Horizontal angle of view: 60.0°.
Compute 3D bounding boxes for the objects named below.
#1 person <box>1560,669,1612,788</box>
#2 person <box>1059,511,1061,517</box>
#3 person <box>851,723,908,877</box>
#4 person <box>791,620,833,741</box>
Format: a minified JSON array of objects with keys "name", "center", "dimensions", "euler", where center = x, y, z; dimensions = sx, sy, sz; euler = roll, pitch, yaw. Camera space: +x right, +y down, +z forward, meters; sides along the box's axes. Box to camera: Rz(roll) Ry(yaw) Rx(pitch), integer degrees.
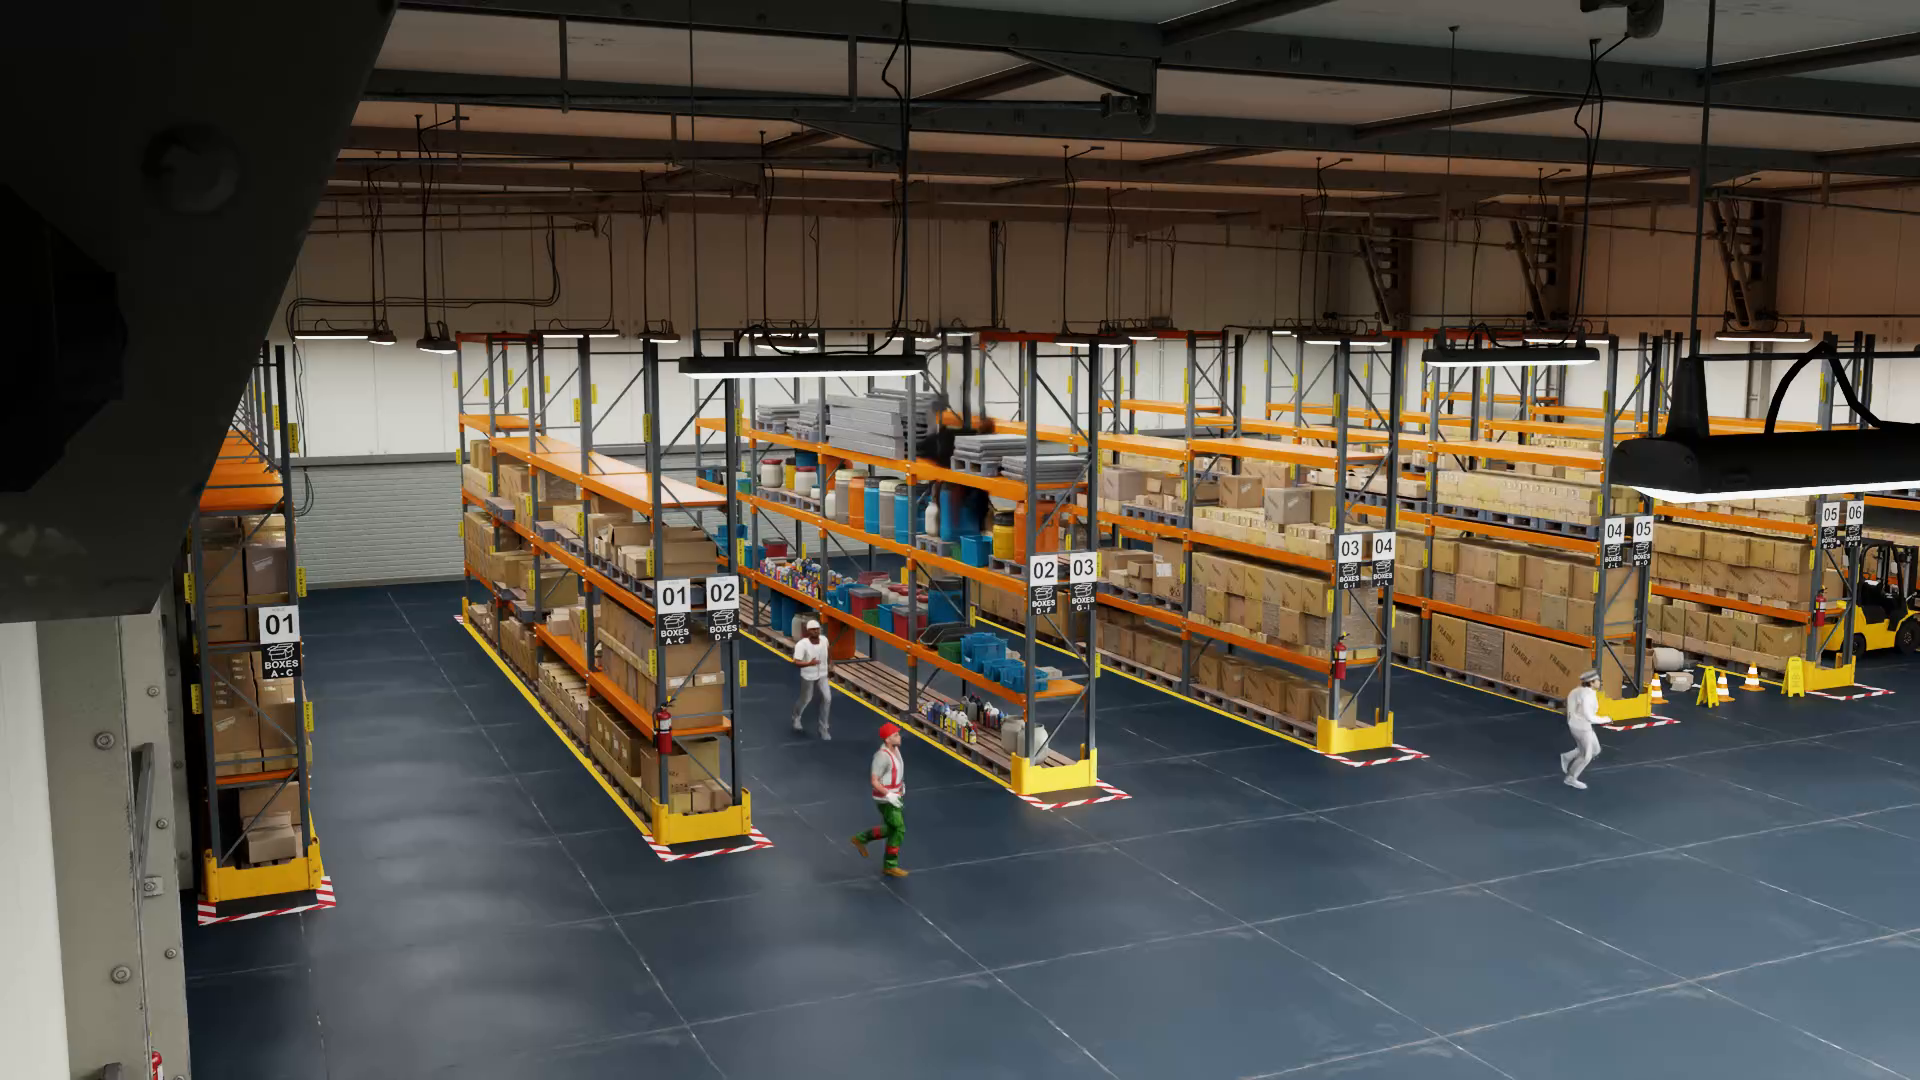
[{"name":"person","center":[8.423,2.529,22.335],"dimensions":[0.593,1.646,0.653],"euler":[2,8,13]},{"name":"person","center":[2.273,0.034,41.109],"dimensions":[0.729,1.569,0.524],"euler":[8,11,44]},{"name":"person","center":[-0.919,2.931,18.906],"dimensions":[0.688,1.771,0.660],"euler":[2,8,11]},{"name":"person","center":[-2.217,2.086,25.108],"dimensions":[0.710,1.820,0.906],"euler":[-4,9,-29]}]
